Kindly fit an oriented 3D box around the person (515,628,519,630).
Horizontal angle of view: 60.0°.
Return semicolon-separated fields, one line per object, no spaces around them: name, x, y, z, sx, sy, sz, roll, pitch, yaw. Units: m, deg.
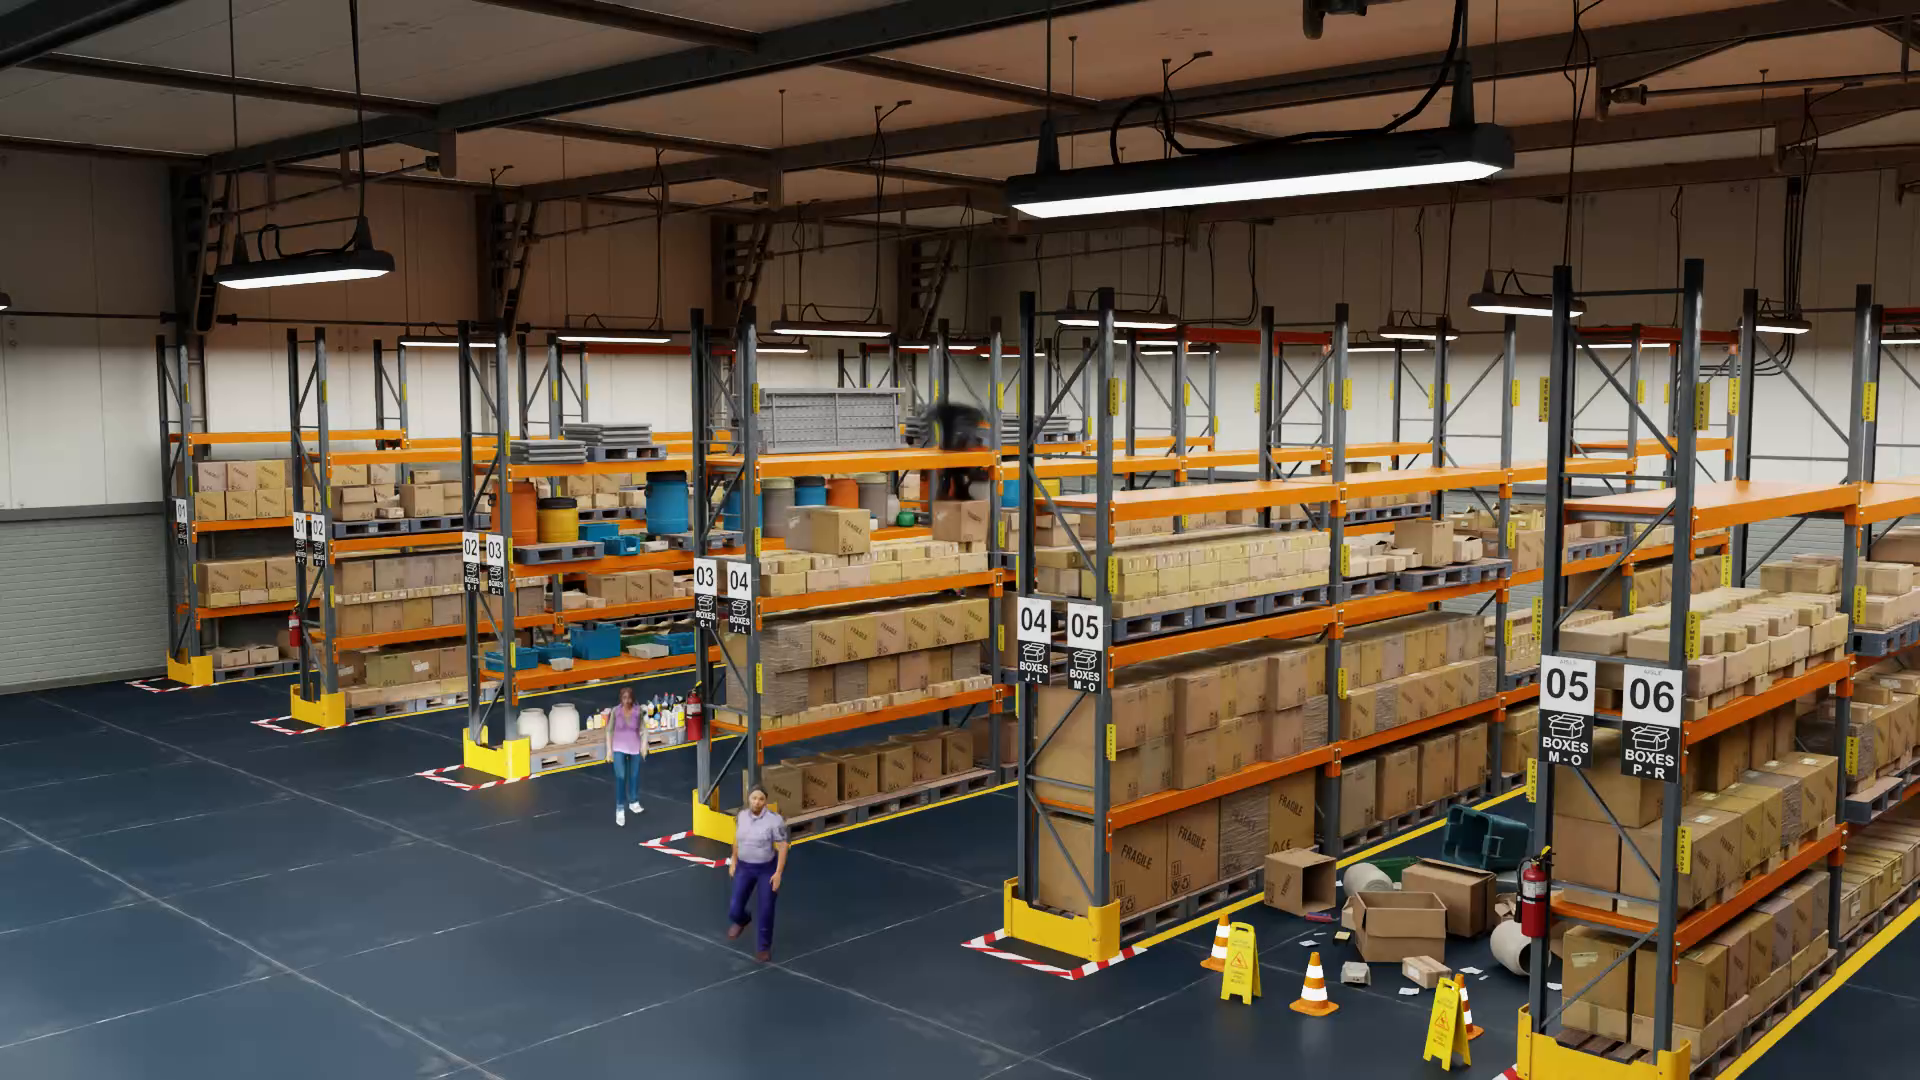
person;-8.372;1.391;31.103;0.688;1.724;0.679;4;7;36

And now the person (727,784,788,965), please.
person;-1.832;2.974;14.924;0.664;1.636;0.667;1;5;10

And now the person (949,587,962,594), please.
person;-0.186;1.282;32.461;0.569;1.647;0.643;4;7;38

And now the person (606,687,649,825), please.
person;-3.918;2.507;19.602;0.477;1.588;0.714;-2;6;-21
